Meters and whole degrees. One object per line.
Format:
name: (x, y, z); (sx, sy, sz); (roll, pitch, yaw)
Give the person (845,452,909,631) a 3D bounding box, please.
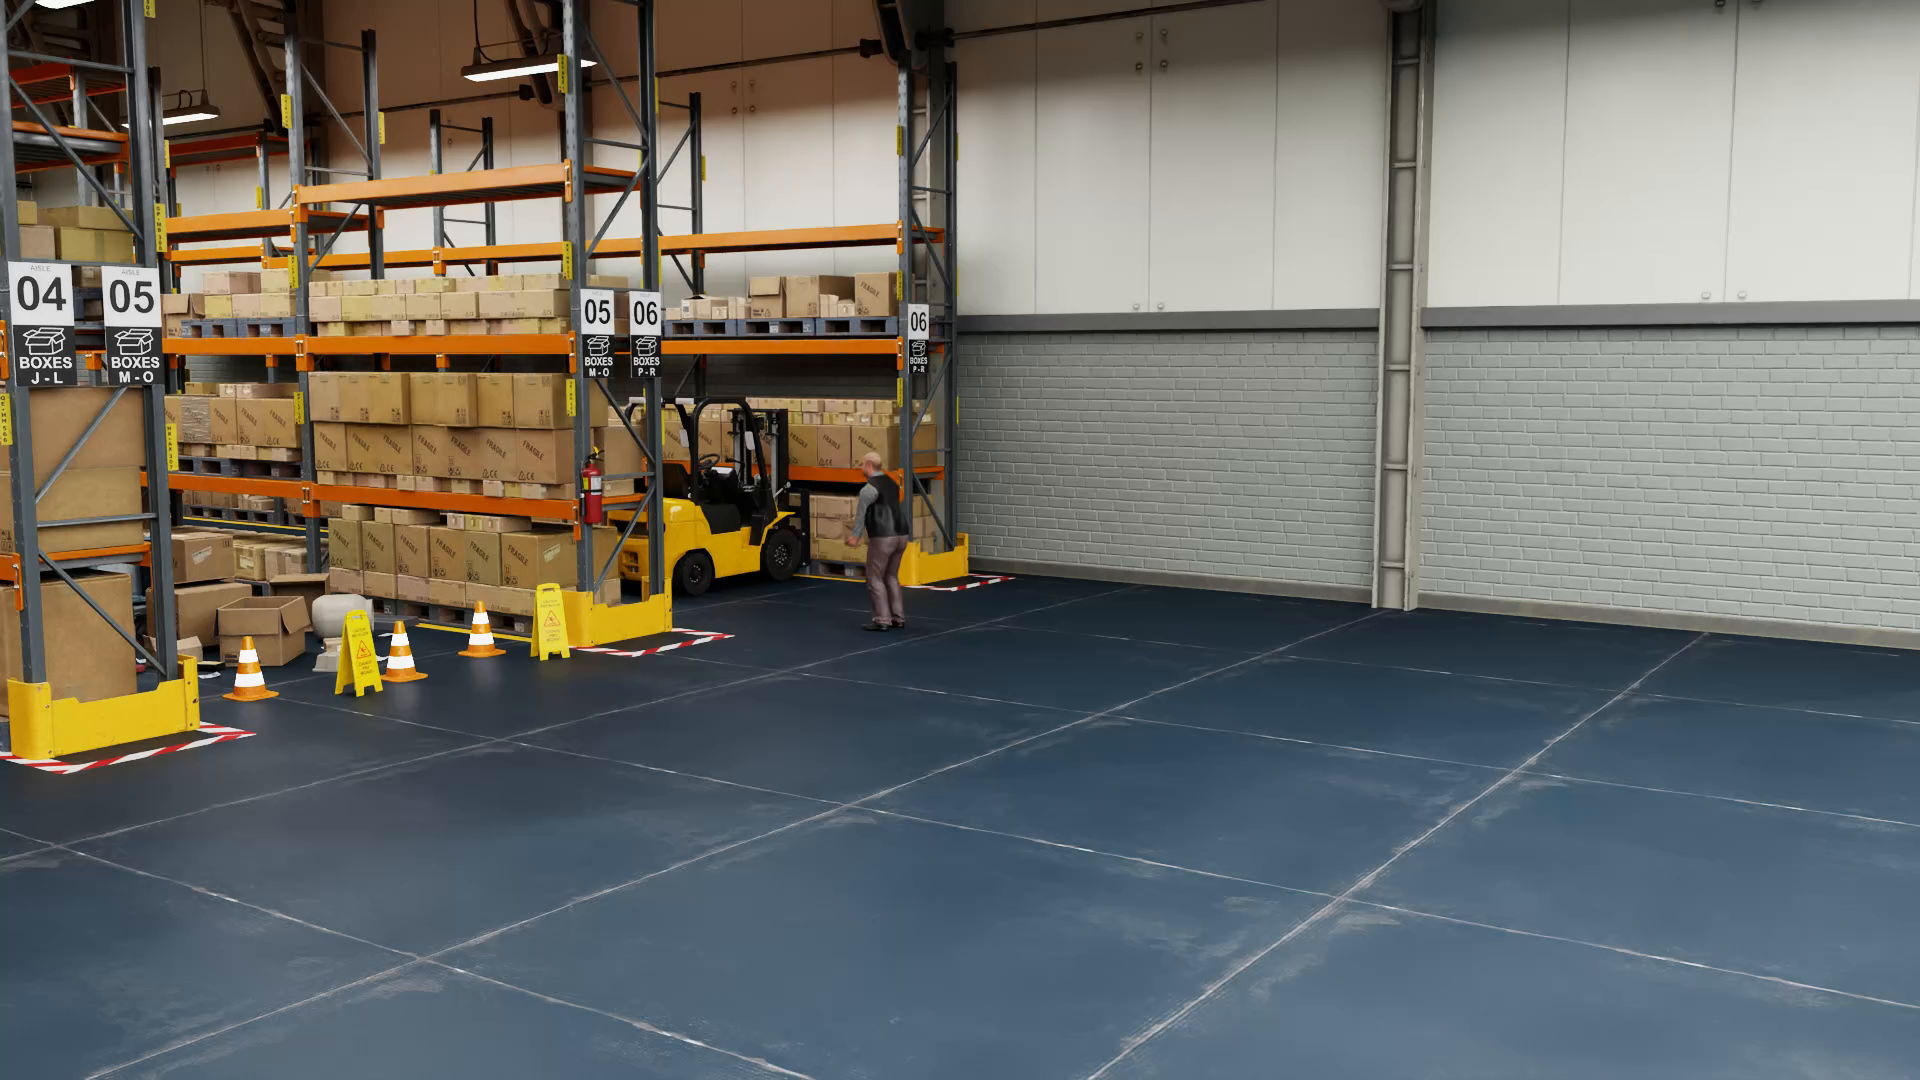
person: (-0.787, 0.005, 15.958); (0.582, 1.703, 0.445); (4, 7, 32)
